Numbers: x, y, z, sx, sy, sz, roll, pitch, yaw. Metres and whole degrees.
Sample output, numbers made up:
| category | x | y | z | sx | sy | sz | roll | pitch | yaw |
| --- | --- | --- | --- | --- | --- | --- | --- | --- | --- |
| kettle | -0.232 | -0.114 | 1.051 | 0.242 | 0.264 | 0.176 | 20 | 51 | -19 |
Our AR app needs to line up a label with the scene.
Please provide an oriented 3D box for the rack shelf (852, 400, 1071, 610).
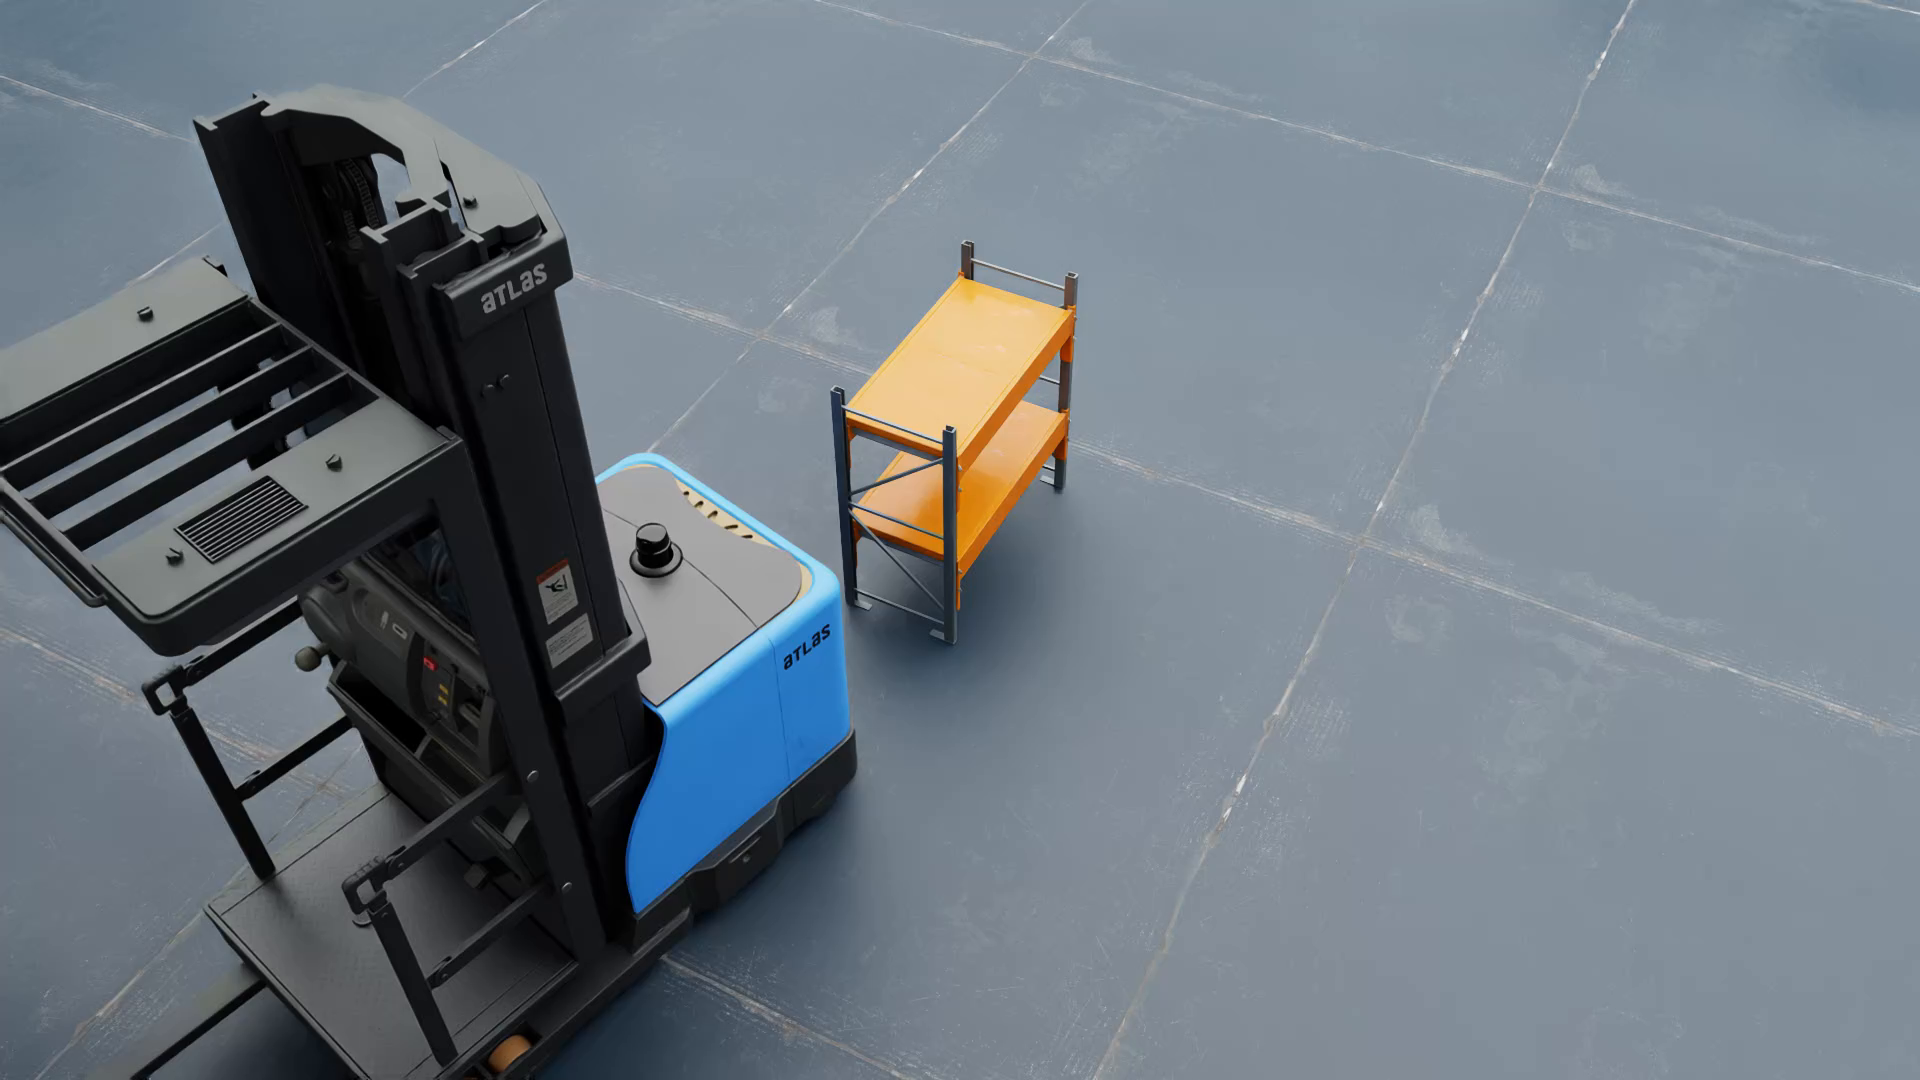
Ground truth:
| category | x | y | z | sx | sy | sz | roll | pitch | yaw |
| --- | --- | --- | --- | --- | --- | --- | --- | --- | --- |
| rack shelf | -0.003 | -0.219 | 6.800 | 0.538 | 0.278 | 1.000 | 20 | 49 | 19 |

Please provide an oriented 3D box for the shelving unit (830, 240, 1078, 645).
| category | x | y | z | sx | sy | sz | roll | pitch | yaw |
| --- | --- | --- | --- | --- | --- | --- | --- | --- | --- |
| shelving unit | -0.003 | -0.391 | 6.626 | 0.538 | 1.125 | 1.048 | 20 | 49 | 19 |

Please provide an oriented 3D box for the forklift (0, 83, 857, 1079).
| category | x | y | z | sx | sy | sz | roll | pitch | yaw |
| --- | --- | --- | --- | --- | --- | --- | --- | --- | --- |
| forklift | -1.731 | 0.402 | 4.572 | 1.130 | 2.935 | 3.031 | 32 | 54 | 28 |

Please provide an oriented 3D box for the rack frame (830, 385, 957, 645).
| category | x | y | z | sx | sy | sz | roll | pitch | yaw |
| --- | --- | --- | --- | --- | --- | --- | --- | --- | --- |
| rack frame | -0.239 | -0.071 | 6.309 | 0.500 | 1.125 | 0.032 | 20 | 49 | 19 |

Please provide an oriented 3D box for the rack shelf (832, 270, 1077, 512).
| category | x | y | z | sx | sy | sz | roll | pitch | yaw |
| --- | --- | --- | --- | --- | --- | --- | --- | --- | --- |
| rack shelf | -0.003 | -0.597 | 6.417 | 0.538 | 0.278 | 1.000 | 20 | 49 | 19 |

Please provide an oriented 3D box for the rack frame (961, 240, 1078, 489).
| category | x | y | z | sx | sy | sz | roll | pitch | yaw |
| --- | --- | --- | --- | --- | --- | --- | --- | --- | --- |
| rack frame | 0.233 | -0.711 | 6.942 | 0.500 | 1.125 | 0.032 | 20 | 49 | 19 |
